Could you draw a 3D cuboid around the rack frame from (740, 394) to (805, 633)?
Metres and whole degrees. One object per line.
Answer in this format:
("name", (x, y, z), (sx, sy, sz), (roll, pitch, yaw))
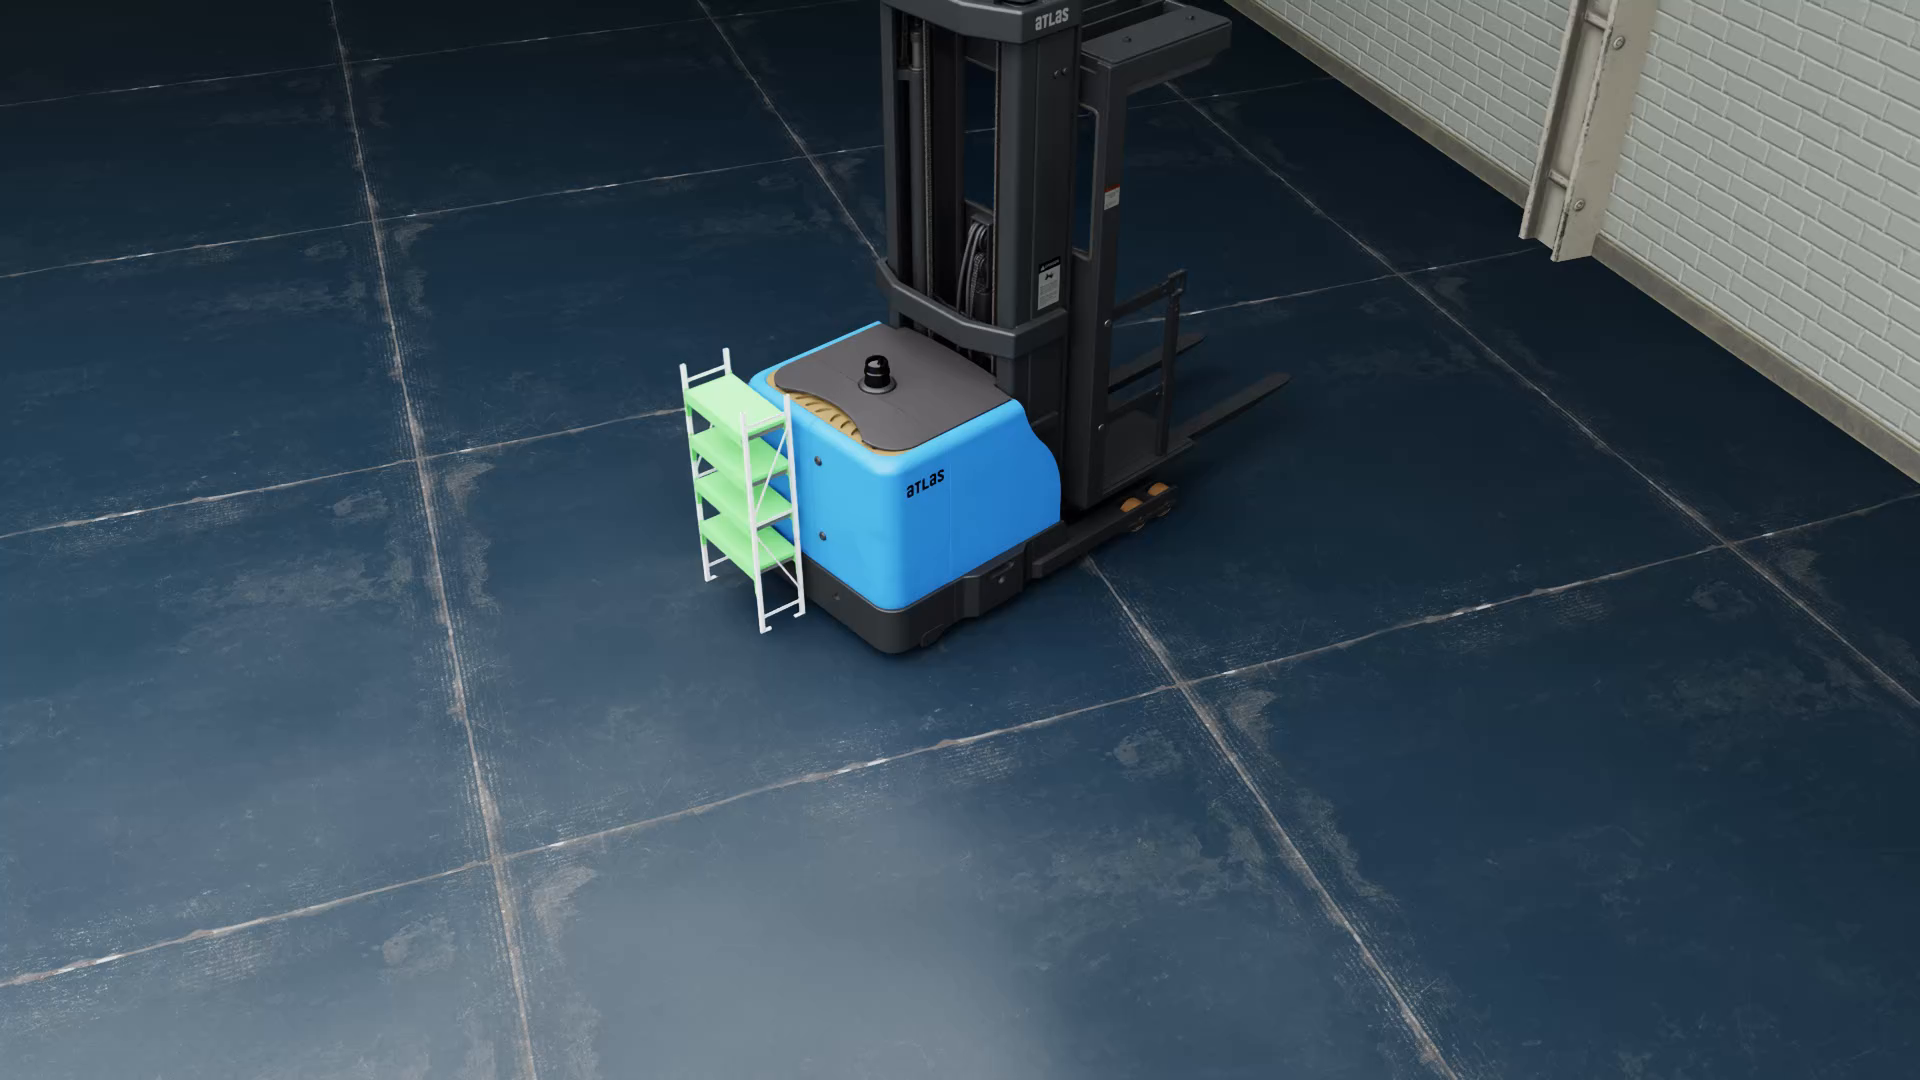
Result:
("rack frame", (-0.824, -0.095, 7.379), (0.240, 1.200, 0.015), (-25, 44, -30))

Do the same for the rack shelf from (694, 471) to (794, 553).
("rack shelf", (-0.975, -0.160, 7.571), (0.258, 0.148, 0.480), (-25, 44, -30))

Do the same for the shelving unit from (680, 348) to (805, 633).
("shelving unit", (-0.975, -0.211, 7.532), (0.258, 1.200, 0.503), (-25, 44, -30))

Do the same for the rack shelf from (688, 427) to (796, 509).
("rack shelf", (-0.975, -0.351, 7.426), (0.258, 0.148, 0.480), (-25, 44, -30))

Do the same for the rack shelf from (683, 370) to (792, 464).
("rack shelf", (-0.975, -0.543, 7.282), (0.258, 0.148, 0.480), (-25, 44, -30))

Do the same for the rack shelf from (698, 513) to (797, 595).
("rack shelf", (-0.975, 0.032, 7.715), (0.258, 0.148, 0.480), (-25, 44, -30))

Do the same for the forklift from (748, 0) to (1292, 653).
("forklift", (0.464, -1.423, 7.704), (3.031, 2.935, 1.130), (-29, 45, -32))

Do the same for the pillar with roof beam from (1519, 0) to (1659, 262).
("pillar with roof beam", (-0.171, -4.618, 6.902), (9.100, 9.000, 0.400), (-12, 39, -16))

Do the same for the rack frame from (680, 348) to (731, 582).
("rack frame", (-1.125, -0.326, 7.686), (0.240, 1.200, 0.015), (-25, 44, -30))
